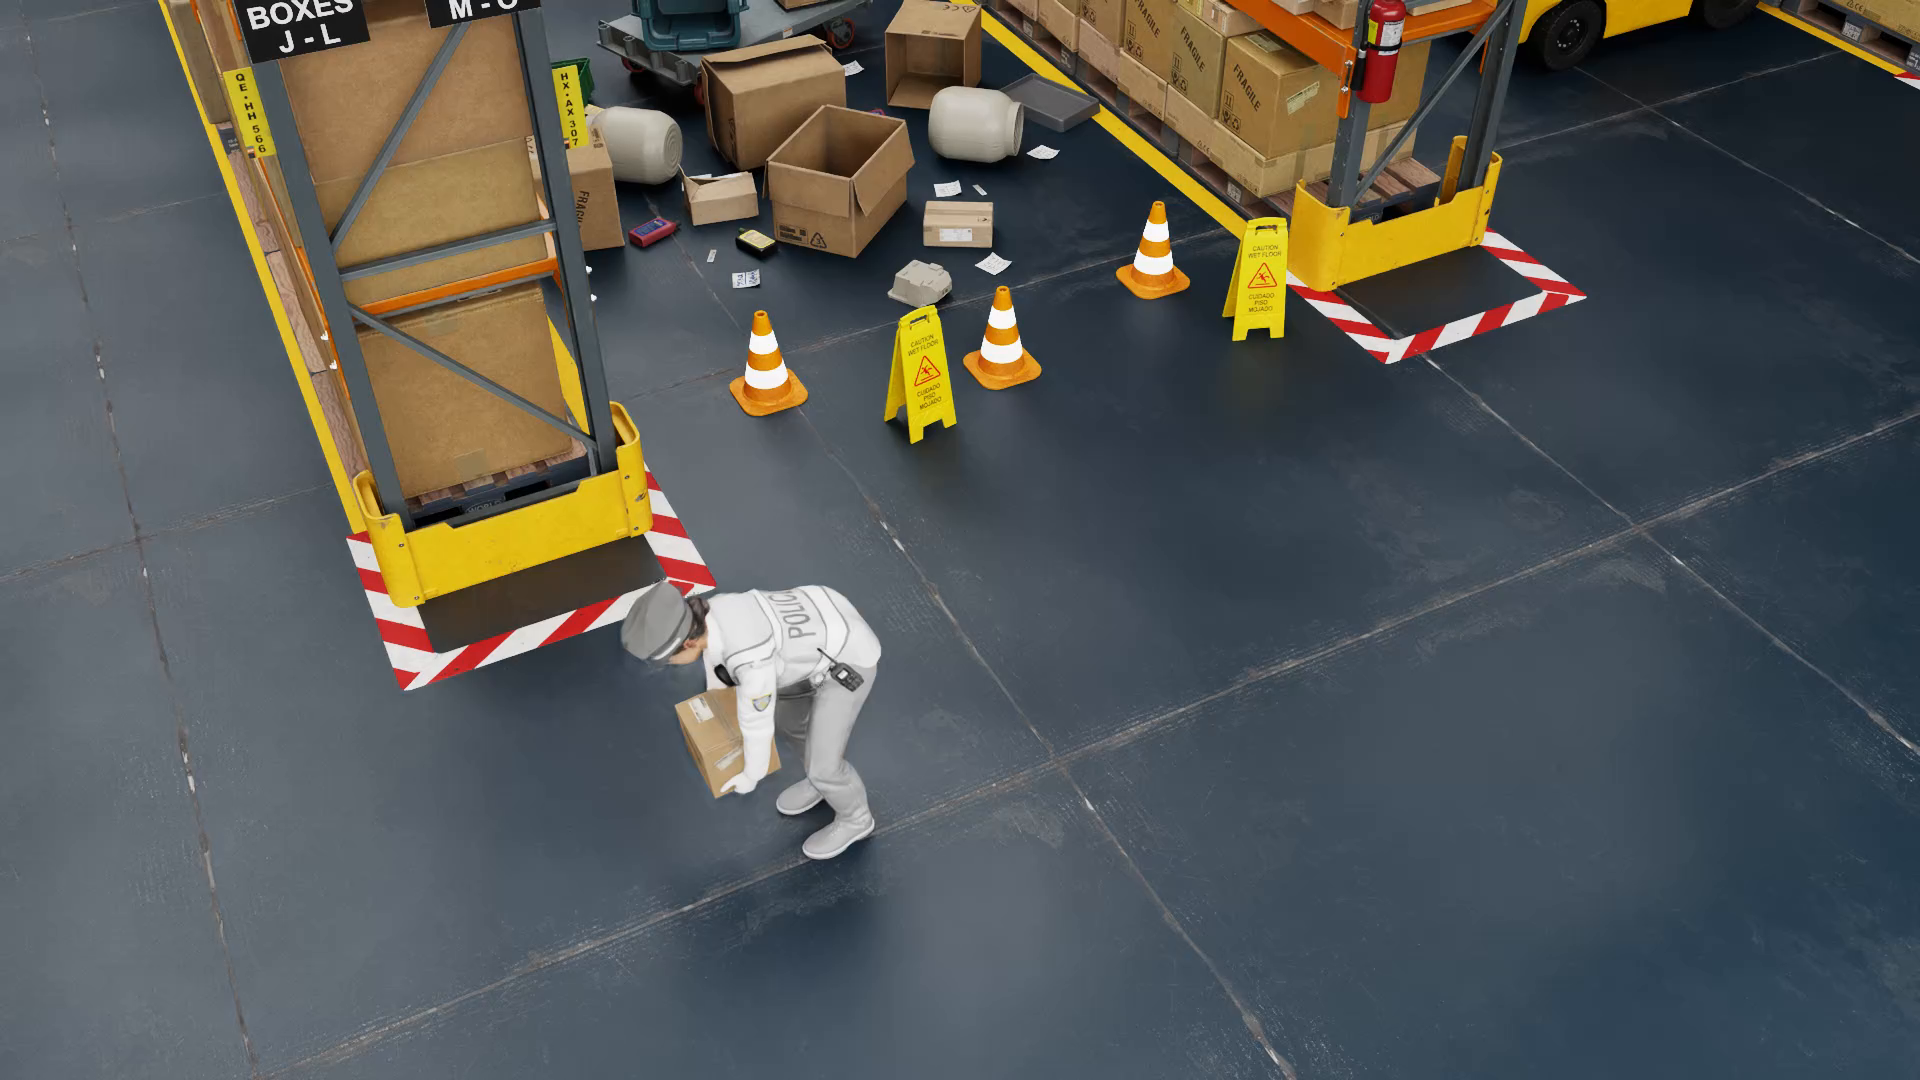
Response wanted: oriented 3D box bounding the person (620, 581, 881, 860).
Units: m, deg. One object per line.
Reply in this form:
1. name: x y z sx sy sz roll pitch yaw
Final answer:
1. person: -0.680 0.602 5.708 0.857 1.366 0.409 -20 45 -21
